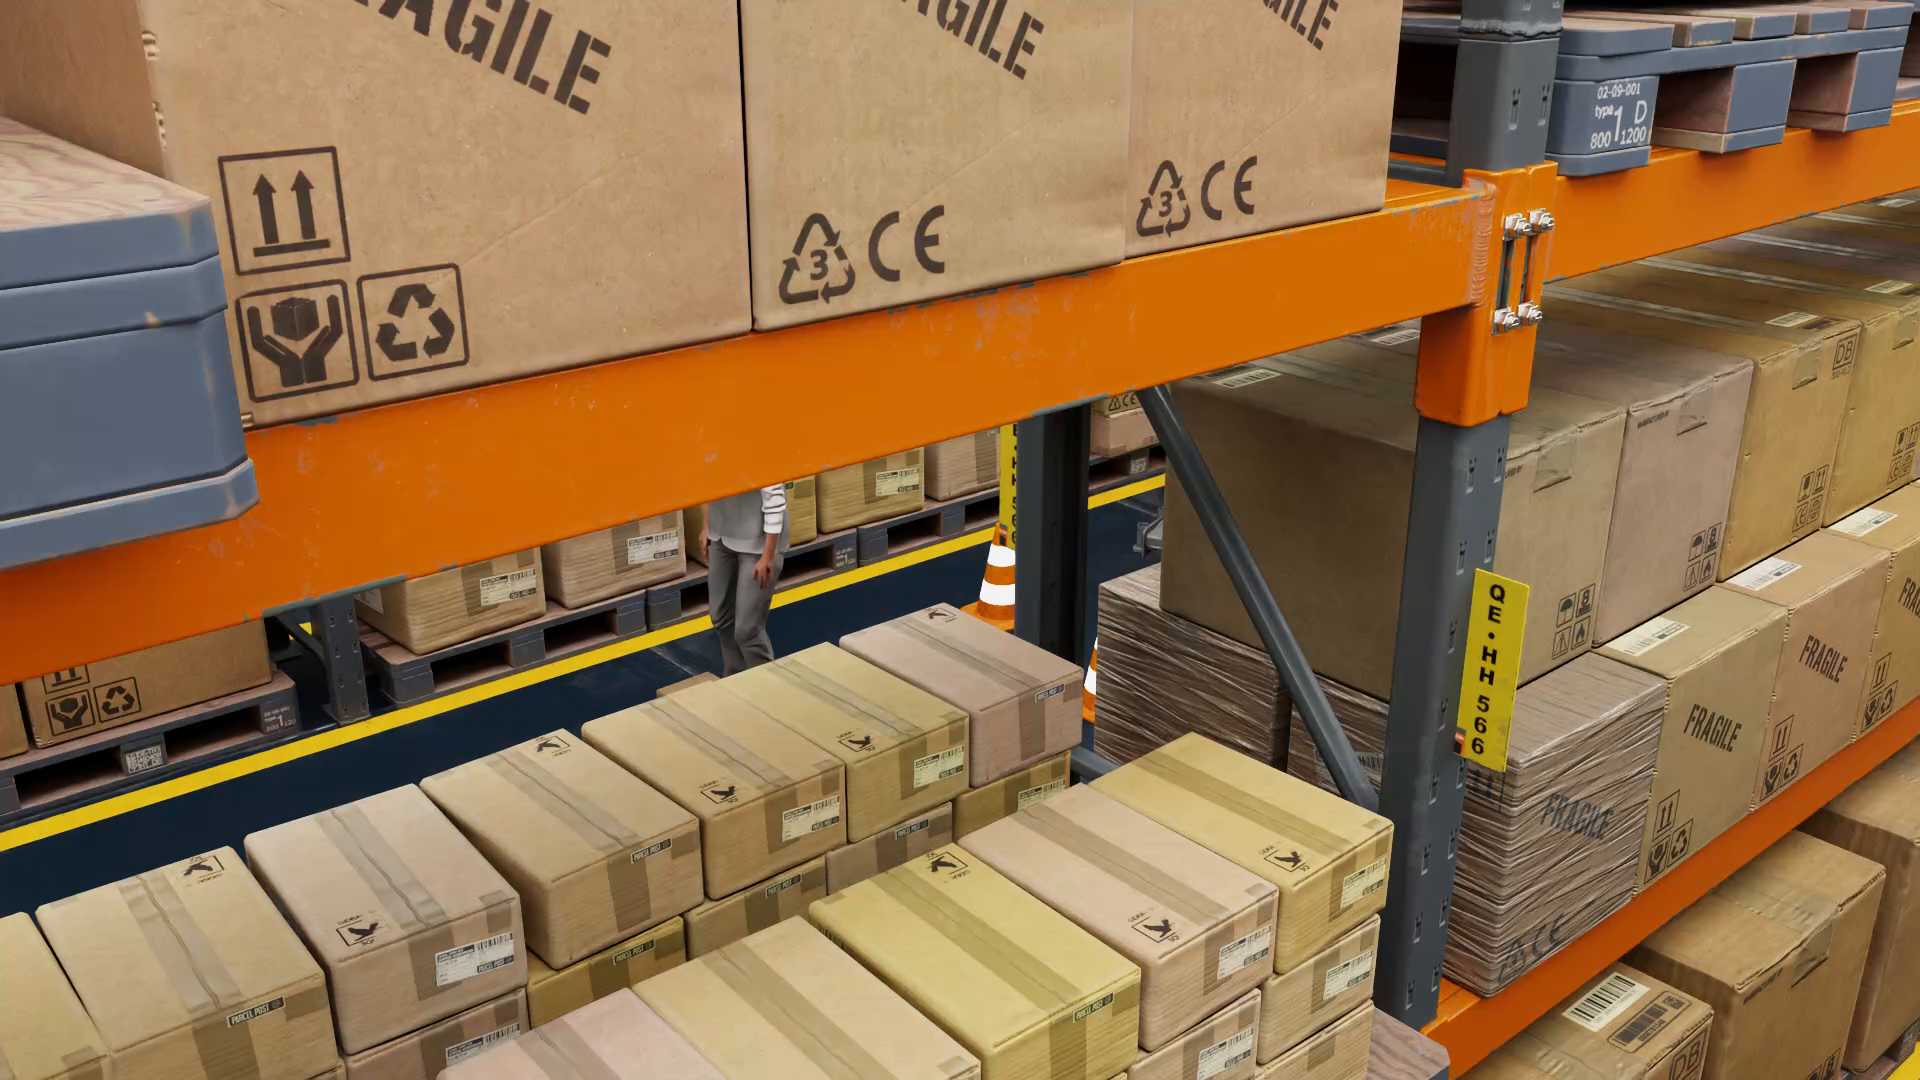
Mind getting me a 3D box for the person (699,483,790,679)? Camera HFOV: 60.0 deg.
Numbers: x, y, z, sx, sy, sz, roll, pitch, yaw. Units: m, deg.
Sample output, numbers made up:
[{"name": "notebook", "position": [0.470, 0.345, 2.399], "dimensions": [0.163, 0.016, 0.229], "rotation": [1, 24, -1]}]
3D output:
[{"name": "person", "position": [-0.862, 0.031, 6.519], "dimensions": [0.366, 1.593, 0.469], "rotation": [-18, 27, -38]}]
